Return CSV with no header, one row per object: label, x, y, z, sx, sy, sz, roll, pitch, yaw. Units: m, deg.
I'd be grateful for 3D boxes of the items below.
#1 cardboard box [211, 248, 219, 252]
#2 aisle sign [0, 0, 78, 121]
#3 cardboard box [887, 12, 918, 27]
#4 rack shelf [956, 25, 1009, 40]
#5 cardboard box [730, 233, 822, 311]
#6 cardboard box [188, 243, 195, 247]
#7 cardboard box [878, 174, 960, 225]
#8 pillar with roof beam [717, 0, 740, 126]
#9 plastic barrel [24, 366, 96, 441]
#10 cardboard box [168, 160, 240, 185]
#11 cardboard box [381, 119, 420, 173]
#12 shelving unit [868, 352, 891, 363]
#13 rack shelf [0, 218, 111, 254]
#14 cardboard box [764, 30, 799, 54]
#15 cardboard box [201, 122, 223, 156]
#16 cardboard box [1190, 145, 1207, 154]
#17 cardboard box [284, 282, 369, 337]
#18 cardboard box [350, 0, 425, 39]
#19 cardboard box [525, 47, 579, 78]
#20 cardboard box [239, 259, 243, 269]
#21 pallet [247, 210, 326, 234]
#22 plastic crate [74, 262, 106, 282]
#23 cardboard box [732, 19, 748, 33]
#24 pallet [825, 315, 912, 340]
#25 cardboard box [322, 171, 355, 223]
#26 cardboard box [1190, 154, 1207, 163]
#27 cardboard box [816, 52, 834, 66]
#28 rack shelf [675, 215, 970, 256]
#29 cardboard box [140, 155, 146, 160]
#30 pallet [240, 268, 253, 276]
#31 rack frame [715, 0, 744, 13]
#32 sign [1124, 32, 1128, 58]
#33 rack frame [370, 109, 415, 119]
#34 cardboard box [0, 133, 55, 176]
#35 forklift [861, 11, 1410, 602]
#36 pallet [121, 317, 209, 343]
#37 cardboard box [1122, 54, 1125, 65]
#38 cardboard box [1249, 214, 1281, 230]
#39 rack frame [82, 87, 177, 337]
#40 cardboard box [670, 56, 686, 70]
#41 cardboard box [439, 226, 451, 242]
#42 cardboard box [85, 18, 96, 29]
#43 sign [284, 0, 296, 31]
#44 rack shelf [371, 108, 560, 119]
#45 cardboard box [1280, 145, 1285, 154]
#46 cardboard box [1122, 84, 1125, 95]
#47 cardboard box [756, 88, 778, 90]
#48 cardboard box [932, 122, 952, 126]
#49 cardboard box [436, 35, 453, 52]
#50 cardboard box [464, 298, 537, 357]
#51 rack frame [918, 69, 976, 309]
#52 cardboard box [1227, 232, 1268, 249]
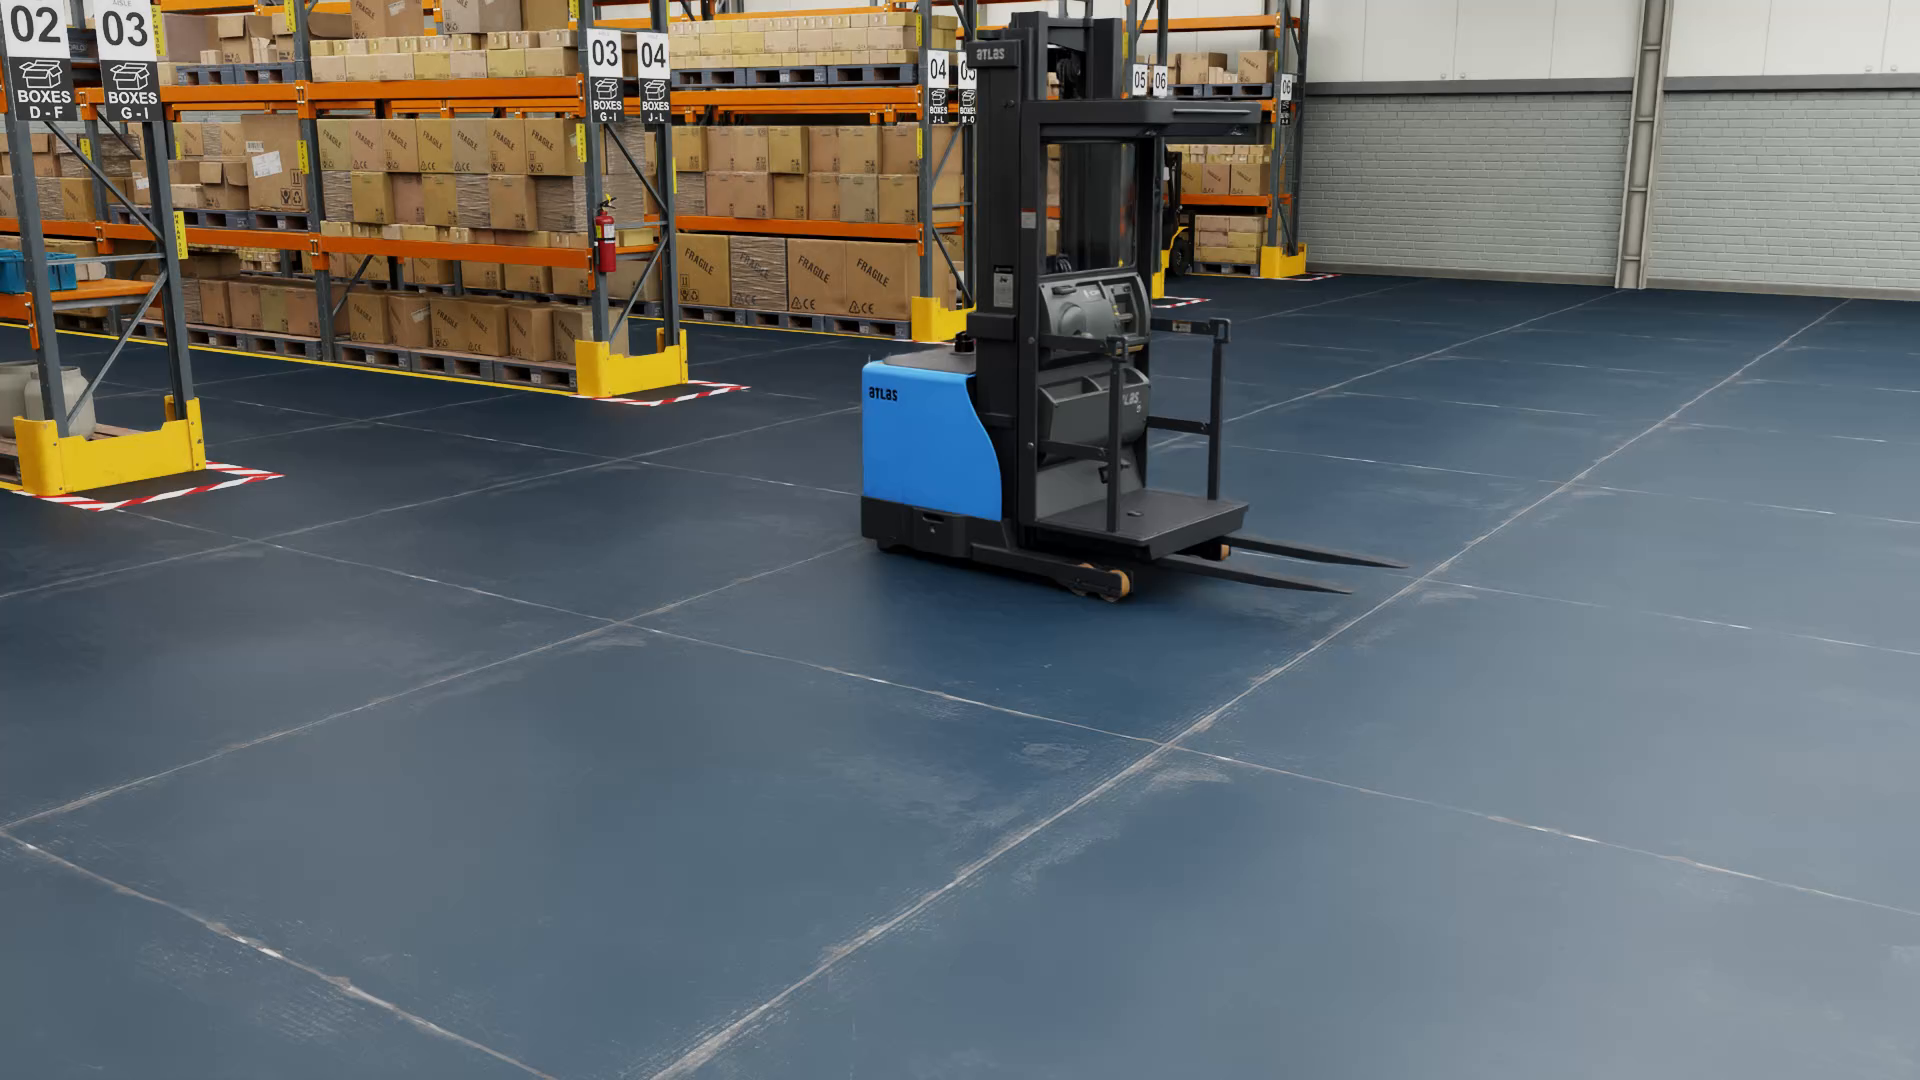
cardboard box,-11.777,-4.627,26.711,0.250,0.149,0.380,10,17,35
aisle sign,-5.855,-3.070,10.574,0.004,0.787,0.394,9,17,33
cardboard box,-0.601,-5.791,18.515,0.250,0.149,0.380,9,17,33
rack shelf,0.335,-9.004,29.800,4.000,0.370,1.077,9,17,33
cardboard box,-2.218,-3.331,20.584,0.875,0.875,0.875,9,17,33
cardboard box,-12.253,-4.829,26.908,0.250,0.149,0.380,10,17,35
cardboard box,-0.465,-3.954,19.241,0.550,0.550,0.875,9,17,33
pillar with roof beam,-7.121,-9.767,30.552,0.400,9.000,9.100,9,17,33
plastic barrel,-6.337,-0.947,11.708,0.421,0.512,0.421,0,14,0
cardboard box,-8.633,-4.071,18.943,0.500,0.500,0.700,12,19,41
cardboard box,-5.242,-3.835,16.163,0.500,0.500,0.500,9,17,33
shelving unit,-0.388,-0.585,10.000,0.252,1.050,0.215,11,18,38
rack shelf,-11.282,-3.857,20.658,4.000,0.370,1.077,9,17,33
cardboard box,-1.943,-5.833,19.511,0.500,0.250,0.500,9,17,33
cardboard box,-11.479,-6.277,26.029,0.500,0.500,0.500,10,17,34
cardboard box,4.001,-6.462,27.510,0.250,0.149,0.380,10,17,34
cardboard box,-6.801,-2.488,17.918,0.500,0.500,0.700,8,16,29
cardboard box,-5.788,-5.283,16.814,0.500,0.500,0.500,9,16,31
cardboard box,-3.526,-4.262,14.868,0.500,0.250,0.500,10,17,34
cardboard box,-11.180,-4.388,26.365,0.250,0.149,0.380,9,16,31
pallet,-6.856,-3.440,17.875,1.213,0.211,1.003,9,17,33
plastic crate,-6.312,-1.933,11.940,0.250,0.136,0.298,9,17,33
cardboard box,-2.492,-6.097,19.751,0.250,0.149,0.380,9,17,33
pallet,-0.839,-2.578,19.799,1.213,0.211,1.003,9,17,33
cardboard box,-5.965,-3.522,16.980,0.500,0.500,0.875,9,17,33
cardboard box,4.013,-6.322,27.563,0.250,0.149,0.380,9,16,31
cardboard box,-1.442,-5.540,19.160,0.250,0.149,0.380,9,16,32
rack shelf,-1.792,-3.759,20.264,4.000,0.370,1.077,9,17,33
cardboard box,-13.190,-6.064,27.249,0.500,0.500,0.500,10,17,35
pallet,-11.683,-4.342,26.926,1.213,0.211,1.003,9,17,33
rack frame,-4.644,-10.352,32.916,0.127,3.000,1.000,9,17,33
sign,2.220,-6.619,22.233,0.005,0.325,0.100,9,17,33
rack frame,-10.730,-6.987,31.804,0.127,3.000,1.000,9,17,33
cardboard box,-11.320,-4.751,20.478,0.637,0.503,0.797,10,17,35
forklift,0.888,-1.248,8.766,3.031,2.935,1.130,11,18,38
pallet,-8.975,-2.479,19.398,1.213,0.211,1.003,9,17,33
cardboard box,2.101,-6.548,22.655,0.250,0.149,0.380,9,17,33
cardboard box,5.020,-5.288,27.709,0.500,0.250,0.500,9,16,32
rack frame,-9.623,-3.938,19.488,0.127,3.000,1.000,9,17,33
cardboard box,-3.339,-5.847,20.398,0.250,0.149,0.380,9,16,32
cardboard box,-4.808,-2.968,16.092,0.250,0.149,0.380,9,17,33
cardboard box,-9.376,-5.571,18.594,0.500,0.500,0.500,9,17,33
sign,-6.610,-5.188,16.402,0.005,0.325,0.100,9,17,33
rack shelf,-9.070,-7.825,30.447,4.000,0.370,1.077,9,17,33
cardboard box,5.154,-6.426,27.364,0.250,0.149,0.380,9,16,32
cardboard box,2.094,-6.167,22.774,0.250,0.149,0.380,9,17,33
cardboard box,-2.810,-7.221,26.294,0.637,0.503,0.797,9,17,33
cardboard box,-0.117,-5.880,24.428,0.500,0.500,0.700,9,17,33
cardboard box,-4.666,-4.639,15.559,0.250,0.149,0.380,8,16,30
cardboard box,-4.517,-2.104,16.406,0.500,0.500,0.500,11,18,38
rack frame,-0.132,-3.840,19.094,0.127,3.000,1.000,9,17,33
cardboard box,4.735,-4.946,27.368,0.500,0.250,0.500,9,16,32
